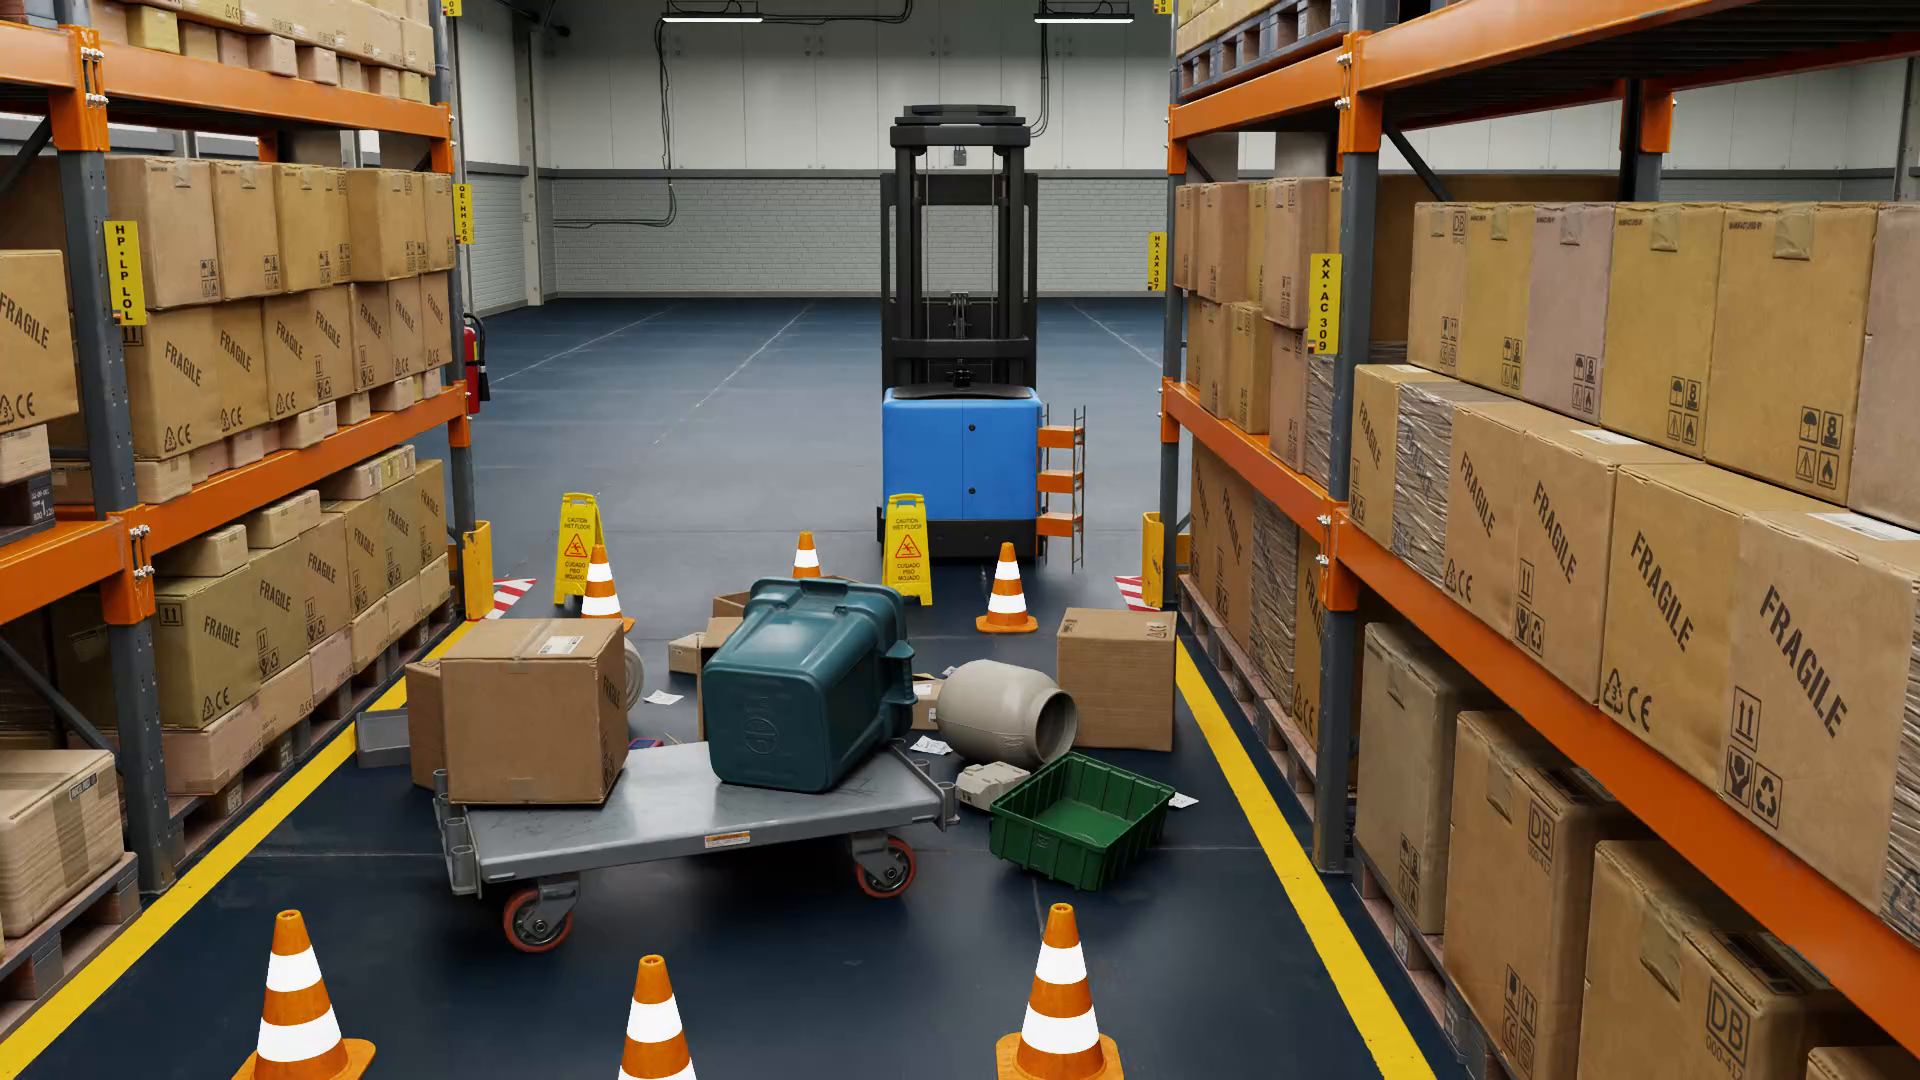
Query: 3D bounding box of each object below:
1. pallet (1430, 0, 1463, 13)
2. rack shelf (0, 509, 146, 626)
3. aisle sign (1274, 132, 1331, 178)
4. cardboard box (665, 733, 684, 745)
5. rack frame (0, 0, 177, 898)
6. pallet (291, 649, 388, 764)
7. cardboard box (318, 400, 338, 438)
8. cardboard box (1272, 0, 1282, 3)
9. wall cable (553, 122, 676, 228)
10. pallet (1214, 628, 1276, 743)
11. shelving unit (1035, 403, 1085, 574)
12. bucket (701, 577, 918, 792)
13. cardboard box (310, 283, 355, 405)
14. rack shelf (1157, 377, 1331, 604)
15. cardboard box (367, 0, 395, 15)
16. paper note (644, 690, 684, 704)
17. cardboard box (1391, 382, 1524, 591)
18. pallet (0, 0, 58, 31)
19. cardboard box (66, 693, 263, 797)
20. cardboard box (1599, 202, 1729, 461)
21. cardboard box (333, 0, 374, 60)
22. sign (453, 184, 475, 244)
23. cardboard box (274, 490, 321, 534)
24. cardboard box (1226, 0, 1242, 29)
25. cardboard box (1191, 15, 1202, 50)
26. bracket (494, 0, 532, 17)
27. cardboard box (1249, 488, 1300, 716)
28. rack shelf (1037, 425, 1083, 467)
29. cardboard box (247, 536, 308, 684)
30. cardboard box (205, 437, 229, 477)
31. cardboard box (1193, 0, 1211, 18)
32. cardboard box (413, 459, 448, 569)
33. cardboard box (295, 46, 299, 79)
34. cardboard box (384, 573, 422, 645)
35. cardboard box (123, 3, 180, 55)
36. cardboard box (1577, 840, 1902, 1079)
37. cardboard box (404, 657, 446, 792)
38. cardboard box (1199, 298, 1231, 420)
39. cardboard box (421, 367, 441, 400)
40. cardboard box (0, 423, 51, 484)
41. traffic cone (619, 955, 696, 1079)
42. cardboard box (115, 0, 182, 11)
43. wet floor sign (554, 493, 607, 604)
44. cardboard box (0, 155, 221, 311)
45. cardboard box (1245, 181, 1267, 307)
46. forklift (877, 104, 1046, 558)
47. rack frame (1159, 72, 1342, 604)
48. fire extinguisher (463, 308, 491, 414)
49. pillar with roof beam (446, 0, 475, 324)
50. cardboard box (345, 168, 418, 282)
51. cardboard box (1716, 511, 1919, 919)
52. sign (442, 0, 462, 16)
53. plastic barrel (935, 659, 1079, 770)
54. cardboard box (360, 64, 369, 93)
[{"bbox_3d":[1.818,-1.508,4.385,0.805,0.209,1.217,-1,11,-3],"label":"pallet"},{"bbox_3d":[-3.155,0.477,3.475,1.077,0.370,4.000,0,11,-1],"label":"rack shelf"},{"bbox_3d":[1.966,-2.398,9.298,0.394,0.787,0.004,0,11,-1],"label":"aisle sign"},{"bbox_3d":[-1.068,0.896,6.476,0.258,0.266,0.396,-10,15,-40],"label":"cardboard box"},{"bbox_3d":[-3.197,-0.273,5.363,1.000,3.000,0.127,0,11,-1],"label":"rack frame"},{"bbox_3d":[-3.274,0.717,7.496,1.003,0.211,1.213,0,11,-1],"label":"pallet"},{"bbox_3d":[-2.933,-0.519,7.203,0.380,0.149,0.250,0,11,-1],"label":"cardboard box"},{"bbox_3d":[1.406,-2.139,6.338,0.380,0.149,0.250,0,11,-1],"label":"cardboard box"},{"bbox_3d":[-8.487,-8.878,40.498,3.097,2.526,0.112,0,11,-1],"label":"wall cable"},{"bbox_3d":[1.784,0.658,7.784,1.003,0.211,1.213,0,11,-1],"label":"pallet"},{"bbox_3d":[0.635,-0.326,10.525,0.252,1.050,0.215,5,12,22],"label":"shelving unit"},{"bbox_3d":[-0.558,0.528,5.823,0.726,0.611,0.620,4,22,18],"label":"bucket"},{"bbox_3d":[-2.989,-0.857,7.238,0.500,0.500,0.500,0,11,0],"label":"cardboard box"},{"bbox_3d":[1.709,-0.359,7.593,1.077,0.370,4.000,0,11,-1],"label":"rack shelf"},{"bbox_3d":[-2.987,-2.638,8.101,0.380,0.149,0.250,0,11,-2],"label":"cardboard box"},{"bbox_3d":[-1.402,0.741,7.857,0.148,0.019,0.142,4,12,18],"label":"paper note"},{"bbox_3d":[1.503,-0.157,4.537,0.500,0.500,0.500,0,11,-1],"label":"cardboard box"},{"bbox_3d":[-3.290,-1.528,4.476,1.213,0.211,1.003,0,11,-1],"label":"pallet"},{"bbox_3d":[-2.939,0.750,6.178,0.500,0.250,0.500,-1,11,-4],"label":"cardboard box"},{"bbox_3d":[1.798,-0.451,3.472,0.700,0.500,0.500,0,11,-2],"label":"cardboard box"},{"bbox_3d":[-2.975,-2.307,7.472,0.500,0.250,0.500,0,11,0],"label":"cardboard box"},{"bbox_3d":[-2.724,-1.789,9.127,0.100,0.325,0.005,0,11,-1],"label":"sign"},{"bbox_3d":[-2.903,-0.116,6.930,0.380,0.149,0.250,0,11,2],"label":"cardboard box"},{"bbox_3d":[1.386,-2.340,7.328,0.380,0.149,0.250,0,11,-1],"label":"cardboard box"},{"bbox_3d":[1.365,-2.541,8.319,0.380,0.149,0.250,0,11,-1],"label":"cardboard box"},{"bbox_3d":[-9.332,-10.980,33.994,0.076,0.066,4.783,0,11,-1],"label":"bracket"},{"bbox_3d":[1.785,0.217,7.232,0.875,0.875,0.875,0,11,-1],"label":"cardboard box"},{"bbox_3d":[0.635,-0.594,10.470,0.240,0.259,0.215,5,12,22],"label":"rack shelf"},{"bbox_3d":[-2.962,0.276,6.628,0.500,0.500,0.500,0,11,1],"label":"cardboard box"},{"bbox_3d":[-2.976,-0.317,6.209,0.380,0.149,0.250,0,11,-1],"label":"cardboard box"},{"bbox_3d":[1.433,-2.708,8.141,0.500,0.250,0.500,0,11,-2],"label":"cardboard box"},{"bbox_3d":[-3.002,-0.136,8.659,0.500,0.500,0.500,0,11,-1],"label":"cardboard box"},{"bbox_3d":[-2.989,-1.990,6.913,0.380,0.149,0.250,0,11,-1],"label":"cardboard box"},{"bbox_3d":[-2.991,0.336,8.219,0.500,0.250,0.500,0,11,-1],"label":"cardboard box"},{"bbox_3d":[-2.905,-1.736,5.658,0.380,0.149,0.250,0,11,-1],"label":"cardboard box"},{"bbox_3d":[1.889,1.083,3.280,1.050,0.750,0.750,0,11,0],"label":"cardboard box"},{"bbox_3d":[-1.858,0.732,6.688,0.500,0.500,0.500,9,15,38],"label":"cardboard box"},{"bbox_3d":[1.640,-0.888,8.014,0.875,0.550,0.550,0,11,-1],"label":"cardboard box"},{"bbox_3d":[-2.942,-0.822,8.699,0.380,0.149,0.250,0,11,-2],"label":"cardboard box"},{"bbox_3d":[-2.910,-0.255,4.847,0.380,0.149,0.250,0,11,0],"label":"cardboard box"},{"bbox_3d":[-0.766,1.264,4.164,0.336,0.463,0.334,0,11,-1],"label":"traffic cone"},{"bbox_3d":[-2.932,-1.904,5.486,0.500,0.250,0.500,0,11,-2],"label":"cardboard box"},{"bbox_3d":[-2.214,0.043,9.724,0.267,0.644,0.232,4,12,18],"label":"wet floor sign"},{"bbox_3d":[-2.989,-1.047,5.659,0.700,0.500,0.500,0,11,-2],"label":"cardboard box"},{"bbox_3d":[1.757,-1.312,7.389,0.875,0.550,0.500,0,11,-1],"label":"cardboard box"},{"bbox_3d":[-0.013,-1.560,11.878,1.130,2.935,3.031,0,11,-1],"label":"forklift"},{"bbox_3d":[1.667,-1.109,9.481,1.000,3.000,0.127,0,11,-1],"label":"rack frame"},{"bbox_3d":[-2.821,-1.055,9.411,0.296,0.674,0.183,0,11,-1],"label":"fire extinguisher"},{"bbox_3d":[-5.321,-8.634,31.484,9.100,9.000,0.548,0,11,-1],"label":"pillar with roof beam"},{"bbox_3d":[-2.934,-1.451,7.653,0.700,0.500,0.500,0,11,-2],"label":"cardboard box"},{"bbox_3d":[1.546,0.245,2.557,0.500,0.500,0.500,0,11,-1],"label":"cardboard box"},{"bbox_3d":[-2.724,-2.971,8.887,0.100,0.325,0.005,0,11,-1],"label":"sign"},{"bbox_3d":[0.193,0.730,6.899,0.512,0.421,0.421,9,15,38],"label":"plastic barrel"},{"bbox_3d":[-3.044,-2.193,7.911,0.380,0.149,0.250,0,11,-1],"label":"cardboard box"}]
